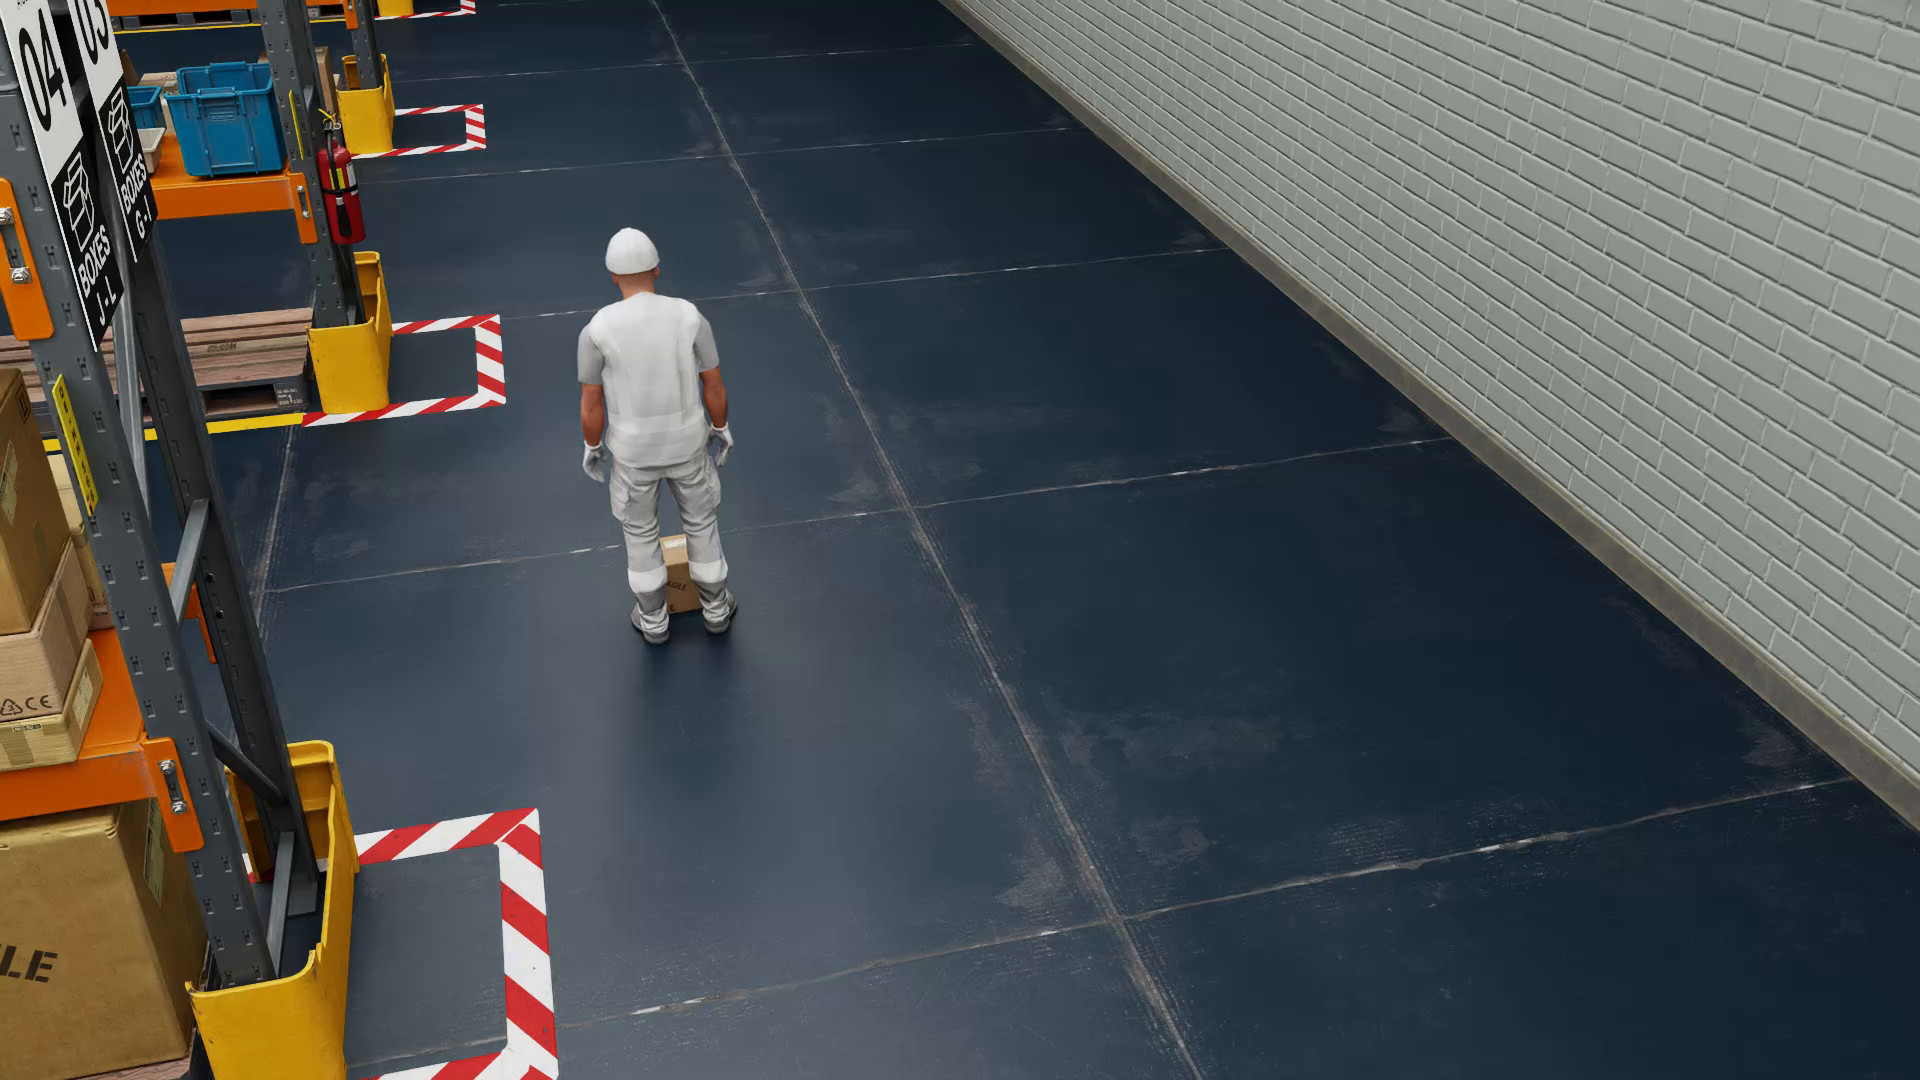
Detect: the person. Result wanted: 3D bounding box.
[{"bbox_3d":[-1.235,-0.397,6.804,0.617,1.778,0.456,-8,31,-14],"label":"person"}]
